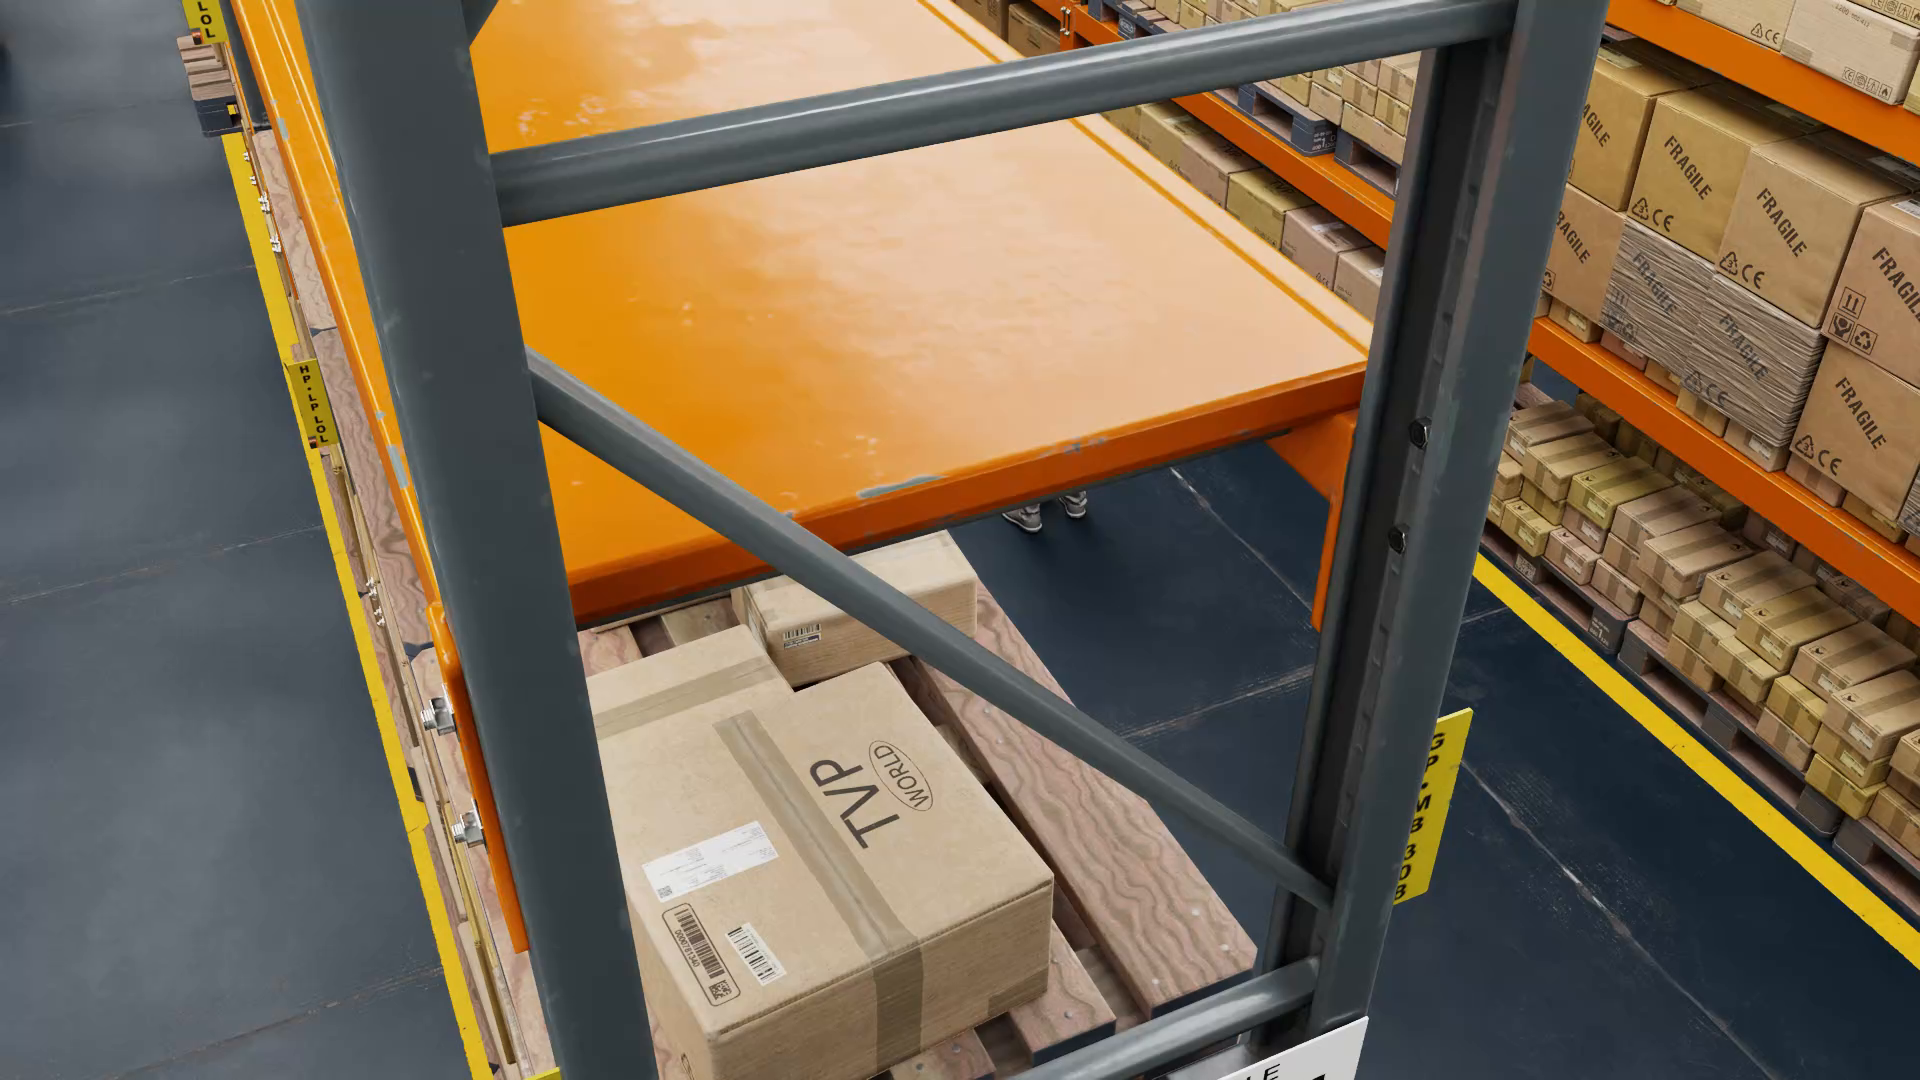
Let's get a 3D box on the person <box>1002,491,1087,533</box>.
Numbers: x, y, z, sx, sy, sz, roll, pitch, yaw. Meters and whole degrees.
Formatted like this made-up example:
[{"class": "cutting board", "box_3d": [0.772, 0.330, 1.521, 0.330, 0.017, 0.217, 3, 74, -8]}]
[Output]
[{"class": "person", "box_3d": [0.417, -0.780, 7.867, 0.530, 1.664, 0.371, -16, 40, -19]}]
